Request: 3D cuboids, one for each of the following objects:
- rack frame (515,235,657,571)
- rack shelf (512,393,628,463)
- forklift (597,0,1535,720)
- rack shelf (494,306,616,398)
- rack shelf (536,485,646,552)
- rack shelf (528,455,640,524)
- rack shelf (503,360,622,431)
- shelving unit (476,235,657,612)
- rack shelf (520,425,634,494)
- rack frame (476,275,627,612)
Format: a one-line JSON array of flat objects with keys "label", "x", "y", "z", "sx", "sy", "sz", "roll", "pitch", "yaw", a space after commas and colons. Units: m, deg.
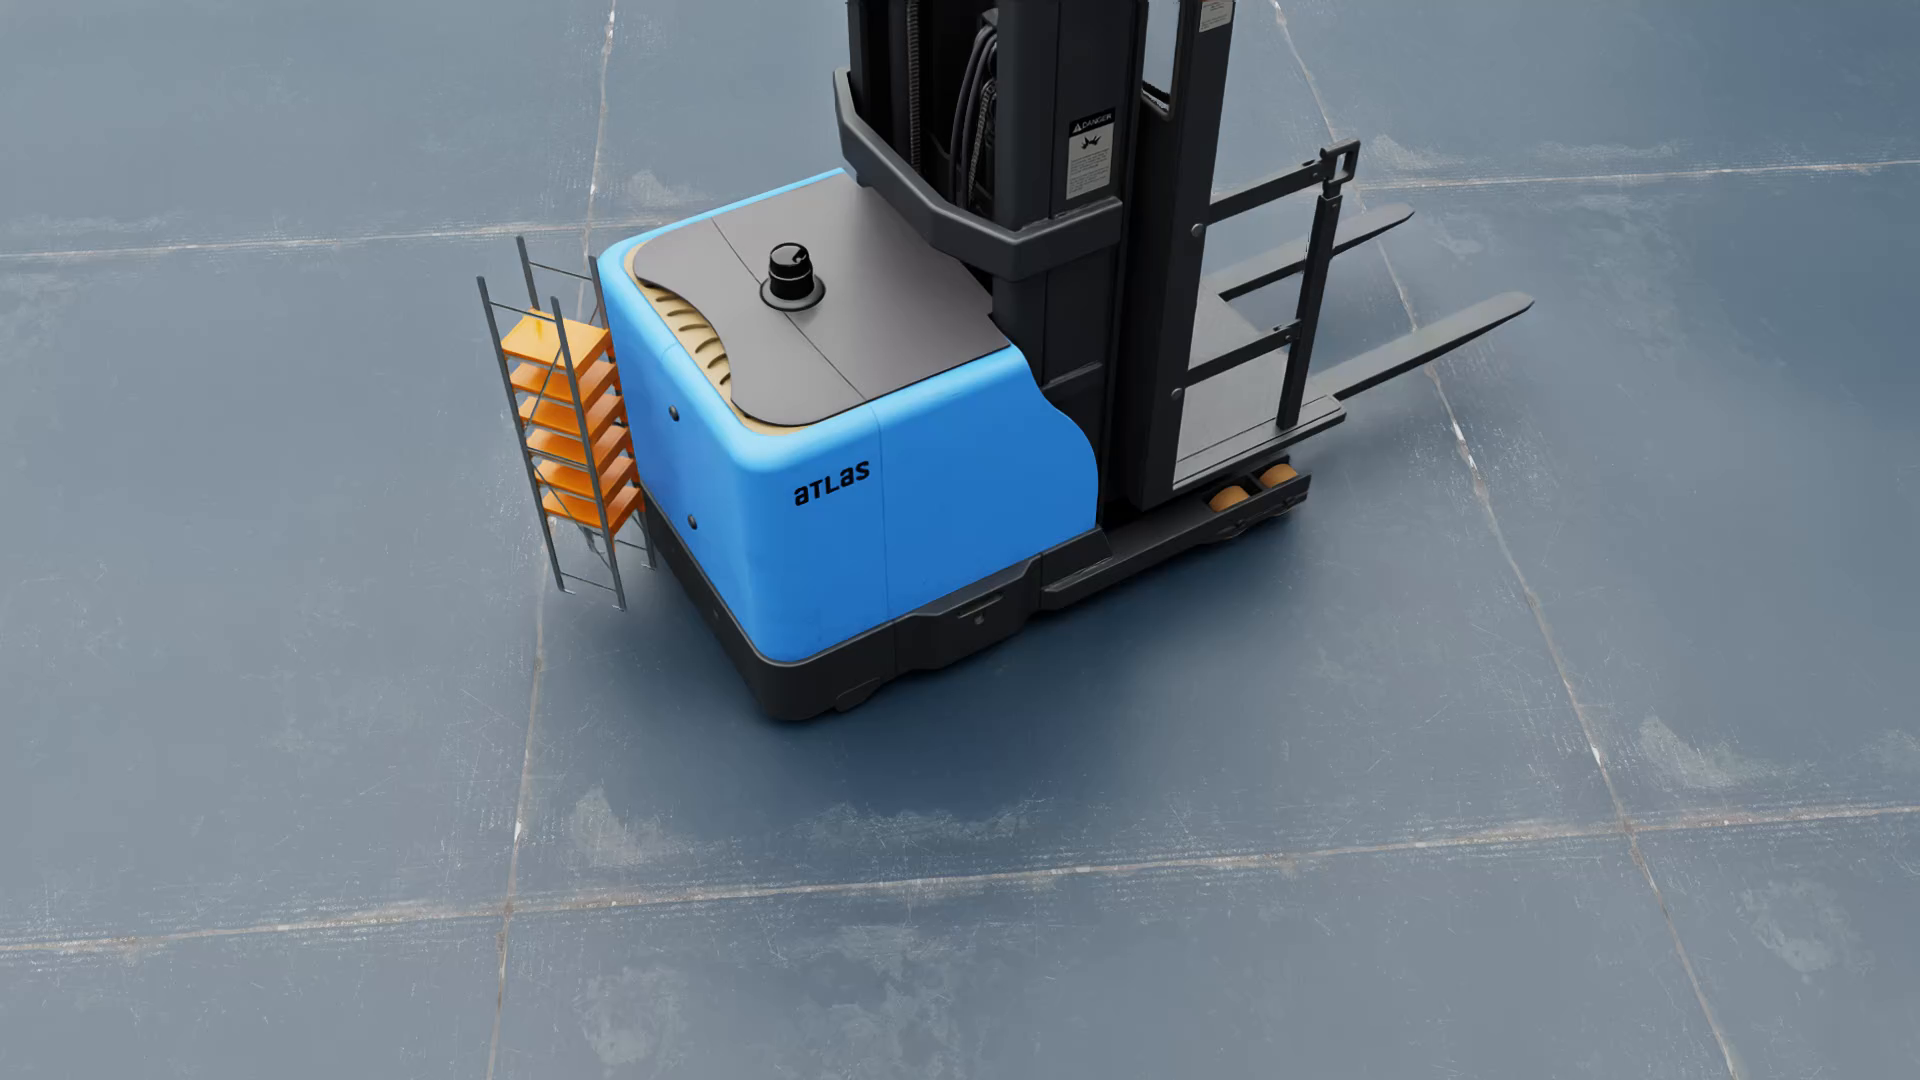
[{"label": "rack frame", "x": -1.051, "y": -0.351, "z": 4.756, "sx": 0.240, "sy": 1.200, "sz": 0.006, "roll": 17, "pitch": 49, "yaw": 15}, {"label": "rack shelf", "x": -1.086, "y": -0.342, "z": 4.643, "sx": 0.258, "sy": 0.103, "sz": 0.180, "roll": 17, "pitch": 49, "yaw": 15}, {"label": "forklift", "x": 0.516, "y": -1.318, "z": 4.480, "sx": 3.031, "sy": 2.935, "sz": 1.130, "roll": -24, "pitch": 51, "yaw": -21}, {"label": "rack shelf", "x": -1.086, "y": -0.507, "z": 4.469, "sx": 0.258, "sy": 0.103, "sz": 0.180, "roll": 17, "pitch": 49, "yaw": 15}, {"label": "rack shelf", "x": -1.086, "y": -0.094, "z": 4.904, "sx": 0.258, "sy": 0.103, "sz": 0.180, "roll": 17, "pitch": 49, "yaw": 15}, {"label": "rack shelf", "x": -1.086, "y": -0.177, "z": 4.817, "sx": 0.258, "sy": 0.103, "sz": 0.180, "roll": 17, "pitch": 49, "yaw": 15}, {"label": "rack shelf", "x": -1.086, "y": -0.424, "z": 4.556, "sx": 0.258, "sy": 0.103, "sz": 0.180, "roll": 17, "pitch": 49, "yaw": 15}, {"label": "shelving unit", "x": -1.086, "y": -0.290, "z": 4.698, "sx": 0.258, "sy": 1.200, "sz": 0.189, "roll": 17, "pitch": 49, "yaw": 15}, {"label": "rack shelf", "x": -1.086, "y": -0.259, "z": 4.730, "sx": 0.258, "sy": 0.103, "sz": 0.180, "roll": 17, "pitch": 49, "yaw": 15}, {"label": "rack frame", "x": -1.121, "y": -0.228, "z": 4.640, "sx": 0.240, "sy": 1.200, "sz": 0.006, "roll": 17, "pitch": 49, "yaw": 15}]
